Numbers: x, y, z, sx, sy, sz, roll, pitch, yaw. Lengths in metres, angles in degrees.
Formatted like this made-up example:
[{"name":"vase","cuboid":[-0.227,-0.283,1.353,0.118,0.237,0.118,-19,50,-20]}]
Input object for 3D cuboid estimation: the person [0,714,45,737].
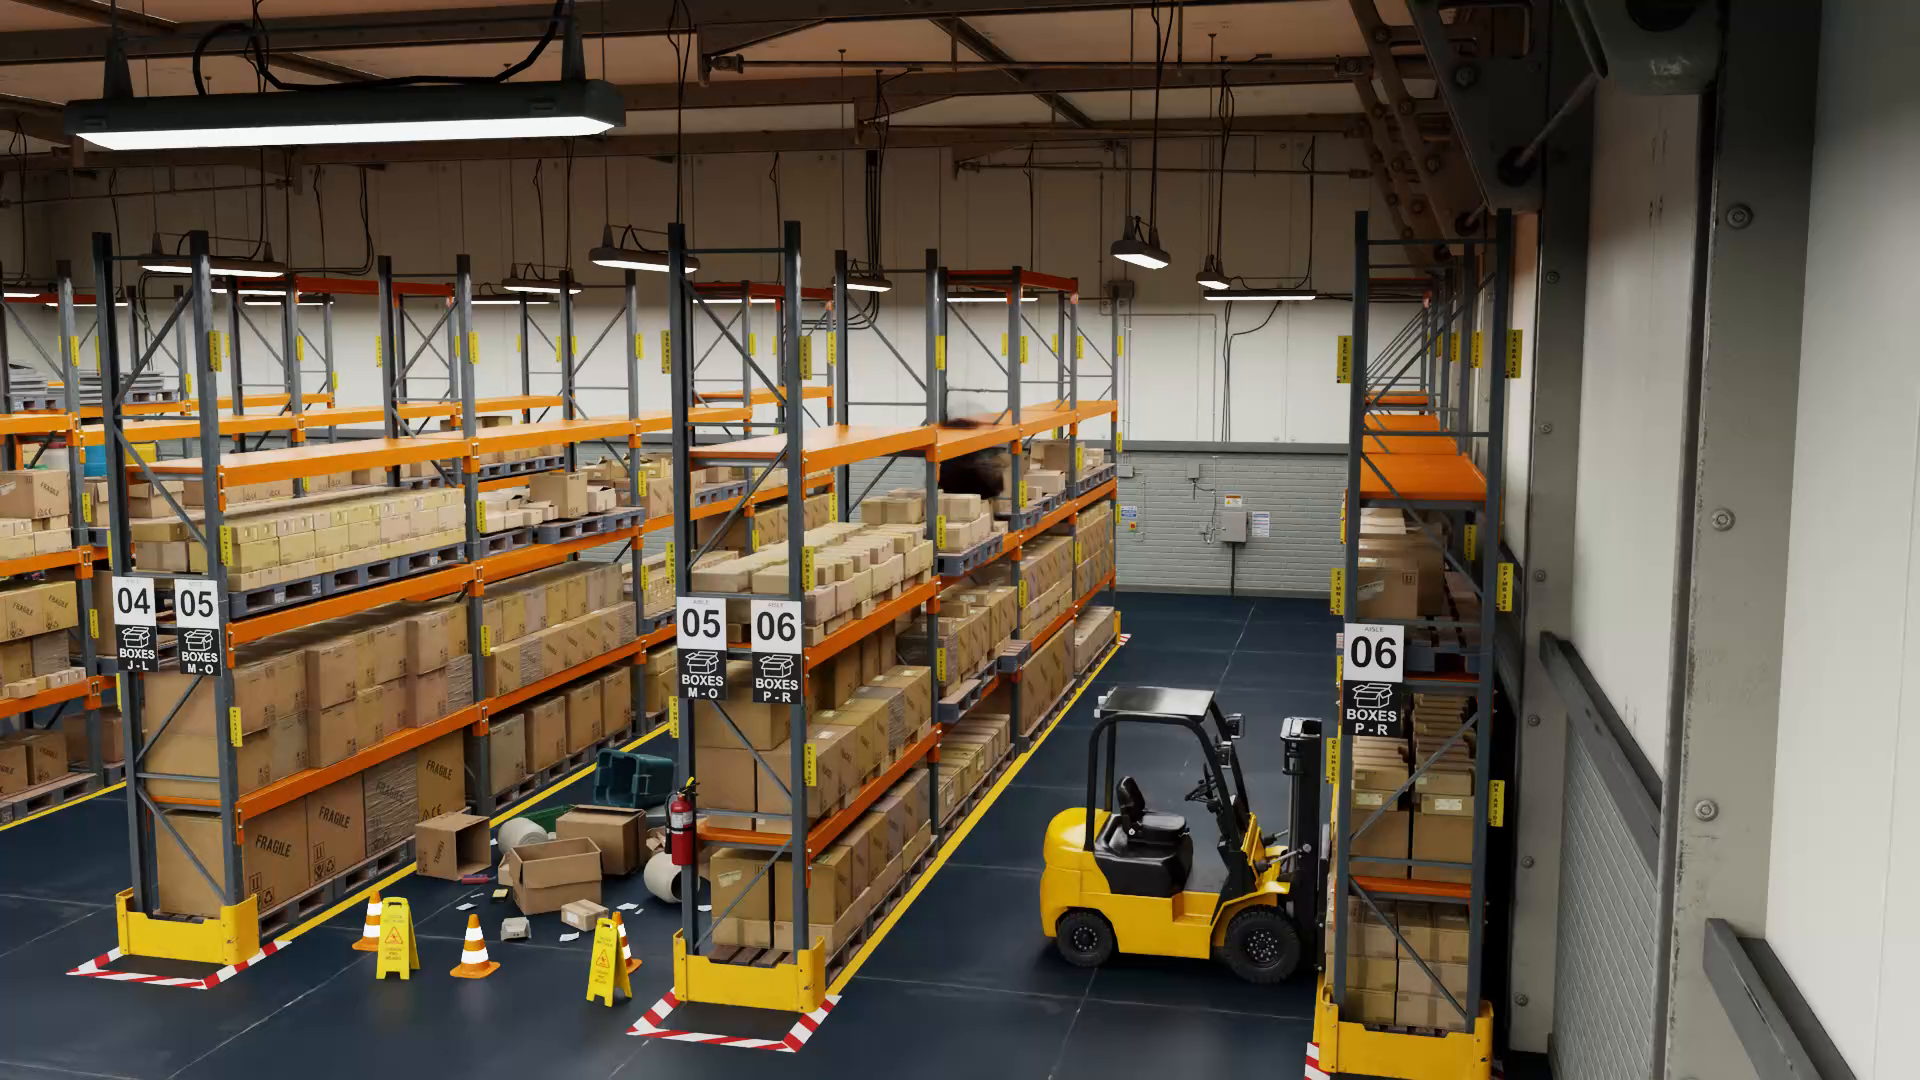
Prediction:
[{"name":"person","cuboid":[-11.567,1.889,20.246,0.620,1.635,0.831,1,7,10]}]
